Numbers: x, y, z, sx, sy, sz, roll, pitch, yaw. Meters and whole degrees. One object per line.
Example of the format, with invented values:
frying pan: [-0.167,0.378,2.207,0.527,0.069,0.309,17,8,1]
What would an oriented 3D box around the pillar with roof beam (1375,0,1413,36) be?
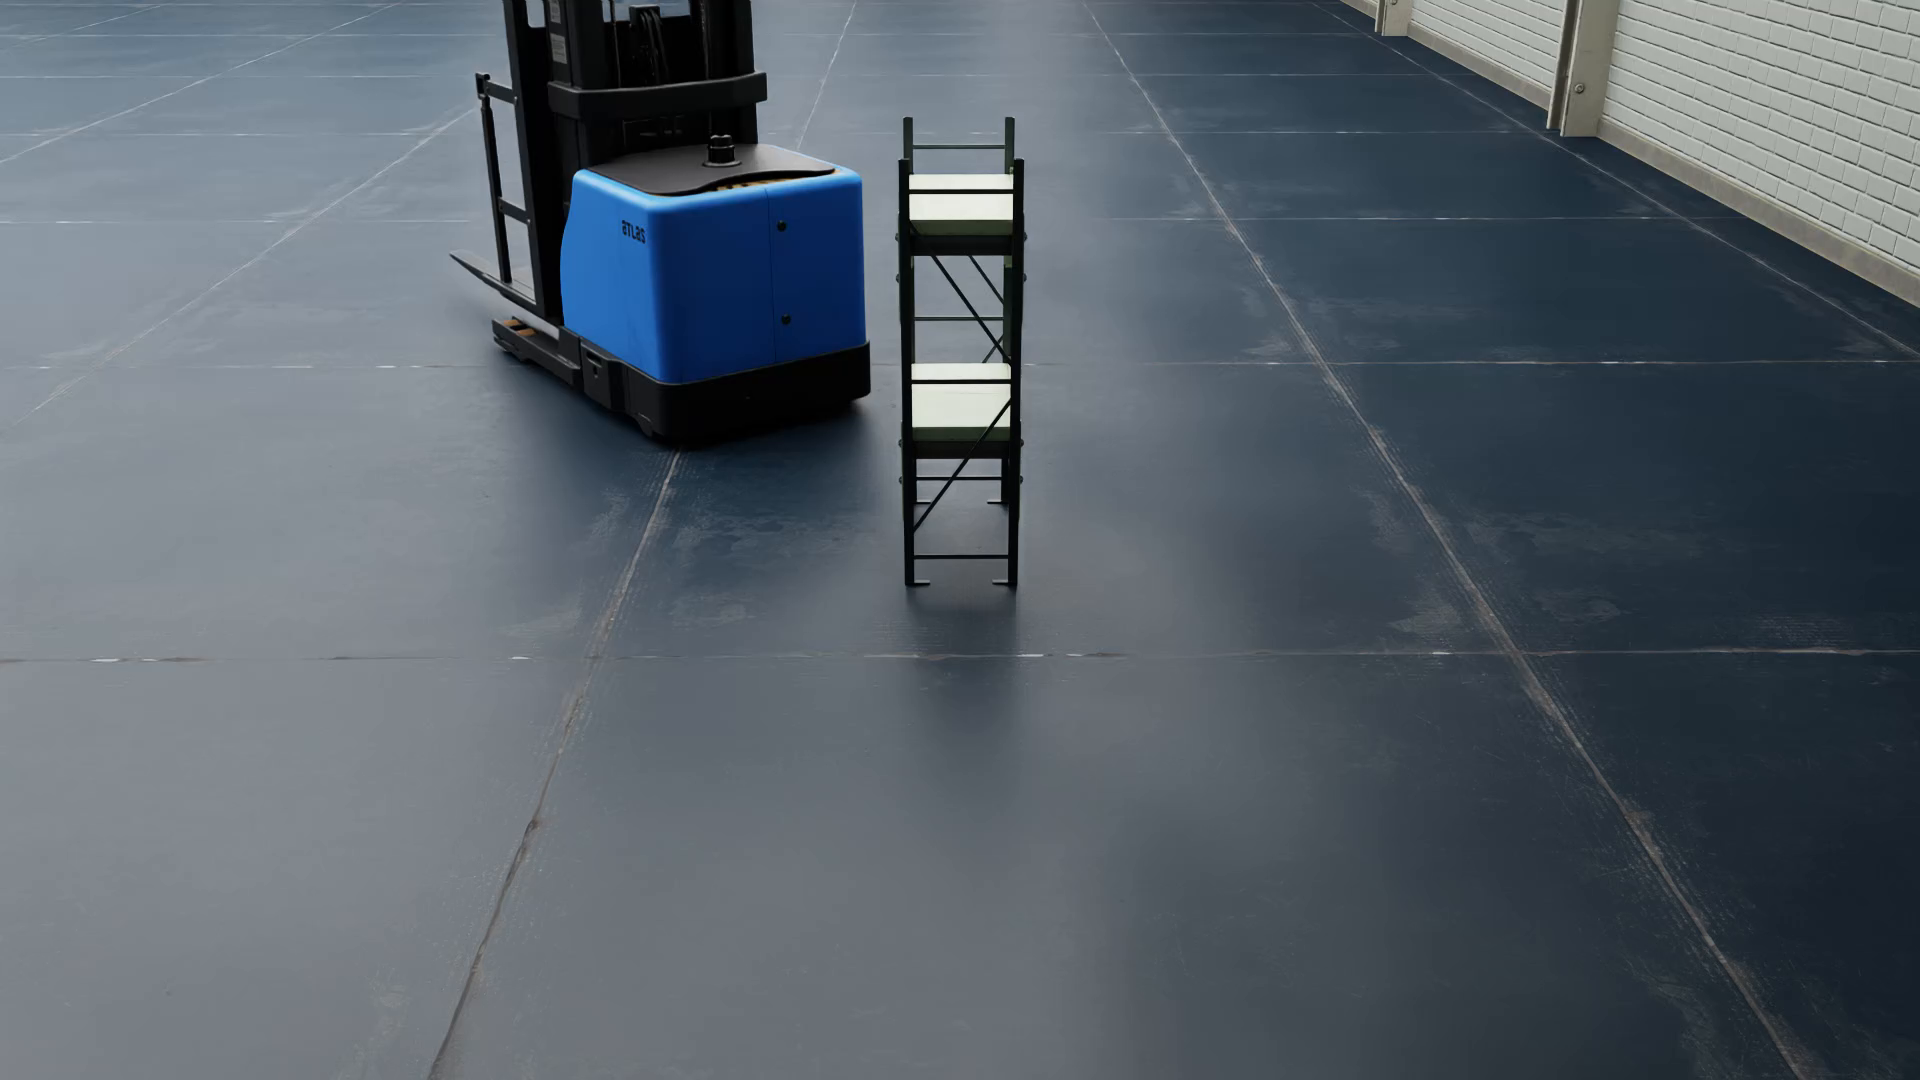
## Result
pillar with roof beam: [0.667,-9.908,17.238,9.100,9.000,0.400,0,24,-1]

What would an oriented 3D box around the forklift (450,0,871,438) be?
forklift: [-1.679,-2.313,7.806,1.130,2.935,3.031,-17,29,-32]

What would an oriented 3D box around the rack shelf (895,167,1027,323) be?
rack shelf: [0.000,-1.036,5.774,0.431,0.370,0.720,0,24,-1]

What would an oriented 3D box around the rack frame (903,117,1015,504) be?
rack frame: [-0.004,-0.831,6.268,0.400,1.500,0.023,0,24,-1]

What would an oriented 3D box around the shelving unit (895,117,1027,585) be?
shelving unit: [0.000,-0.681,5.935,0.431,1.500,0.755,0,24,-1]

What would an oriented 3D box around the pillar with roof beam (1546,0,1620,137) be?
pillar with roof beam: [0.733,-7.436,11.771,9.100,9.000,0.400,0,24,-1]

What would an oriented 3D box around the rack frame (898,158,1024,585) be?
rack frame: [0.004,-0.530,5.601,0.400,1.500,0.023,0,24,-1]

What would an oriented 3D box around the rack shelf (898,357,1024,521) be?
rack shelf: [0.000,-0.384,6.069,0.431,0.370,0.720,0,24,-1]
